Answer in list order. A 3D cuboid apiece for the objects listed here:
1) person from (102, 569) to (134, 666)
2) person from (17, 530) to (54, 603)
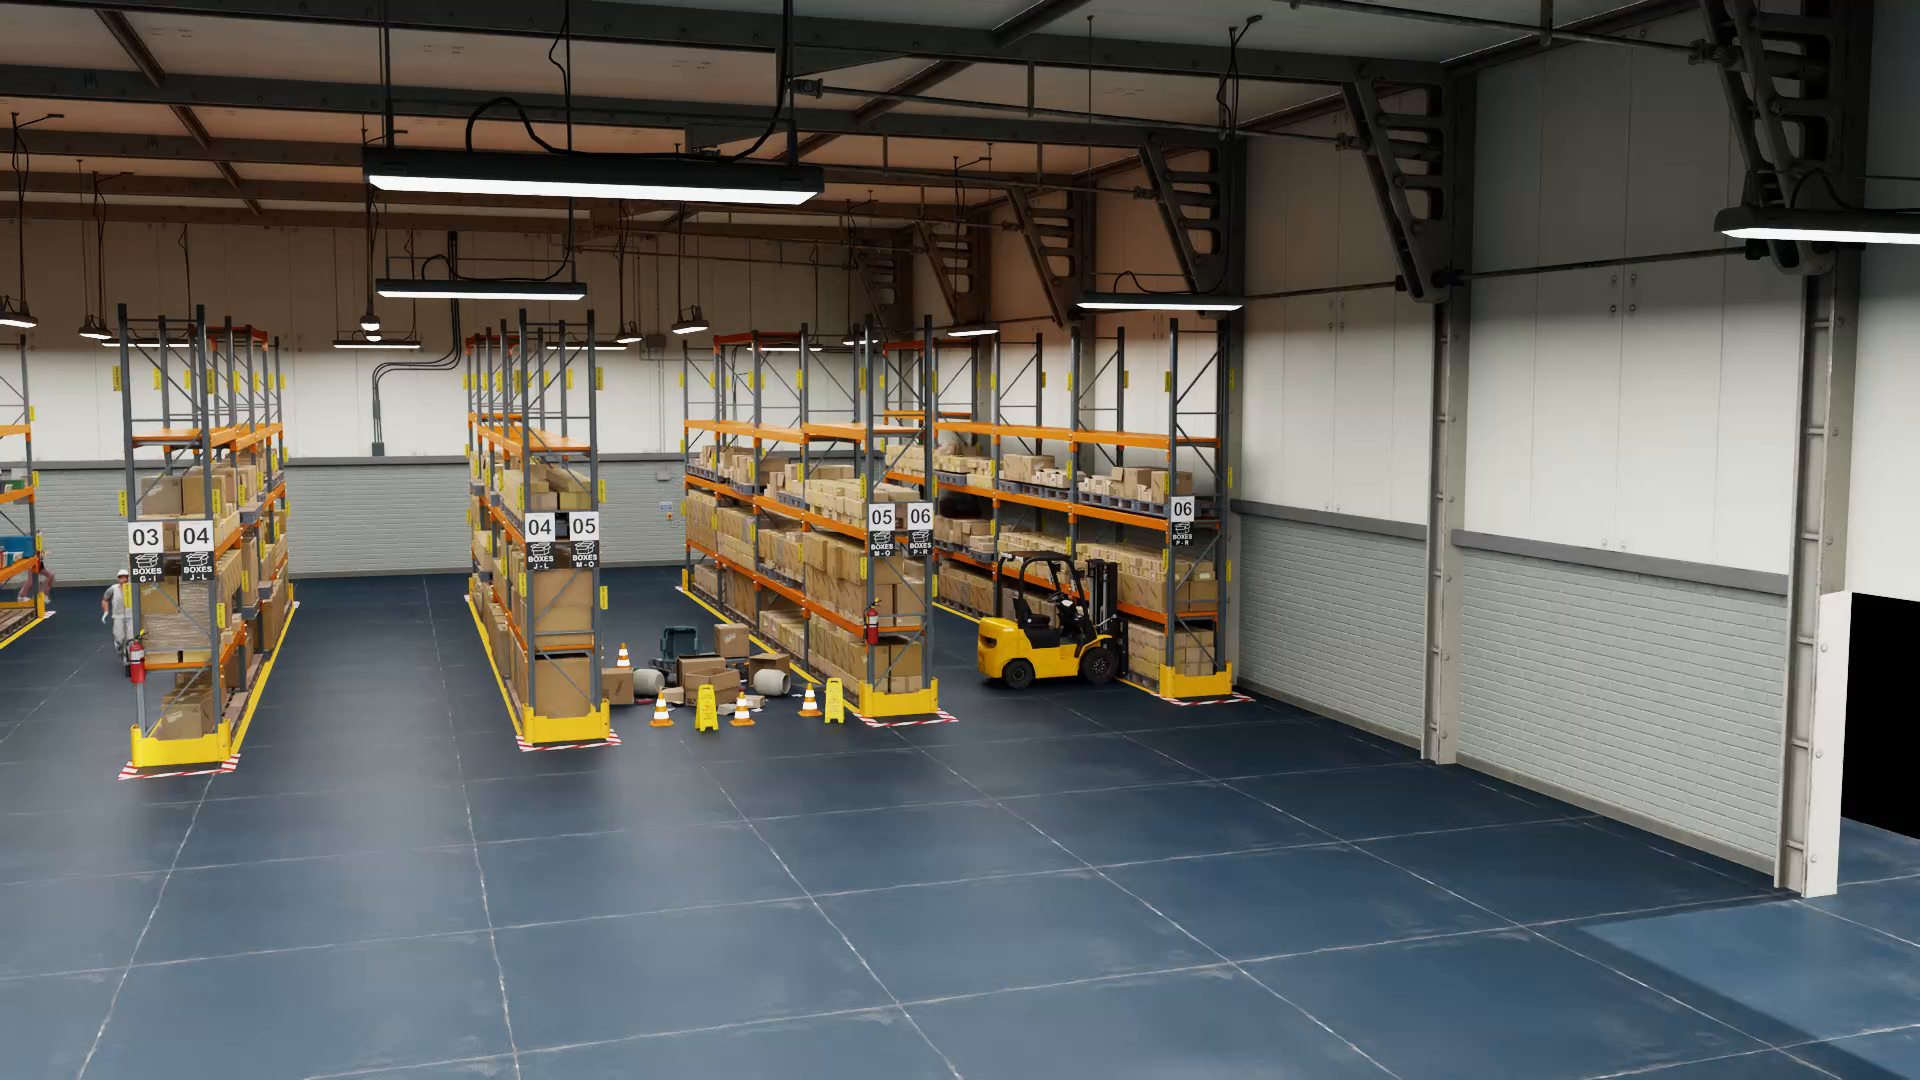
[{"bbox_3d":[-14.630,1.379,29.096,0.671,1.734,0.633,-3,6,-30],"label":"person"},{"bbox_3d":[-20.951,0.617,37.628,0.802,1.659,0.601,-1,5,-9],"label":"person"}]
